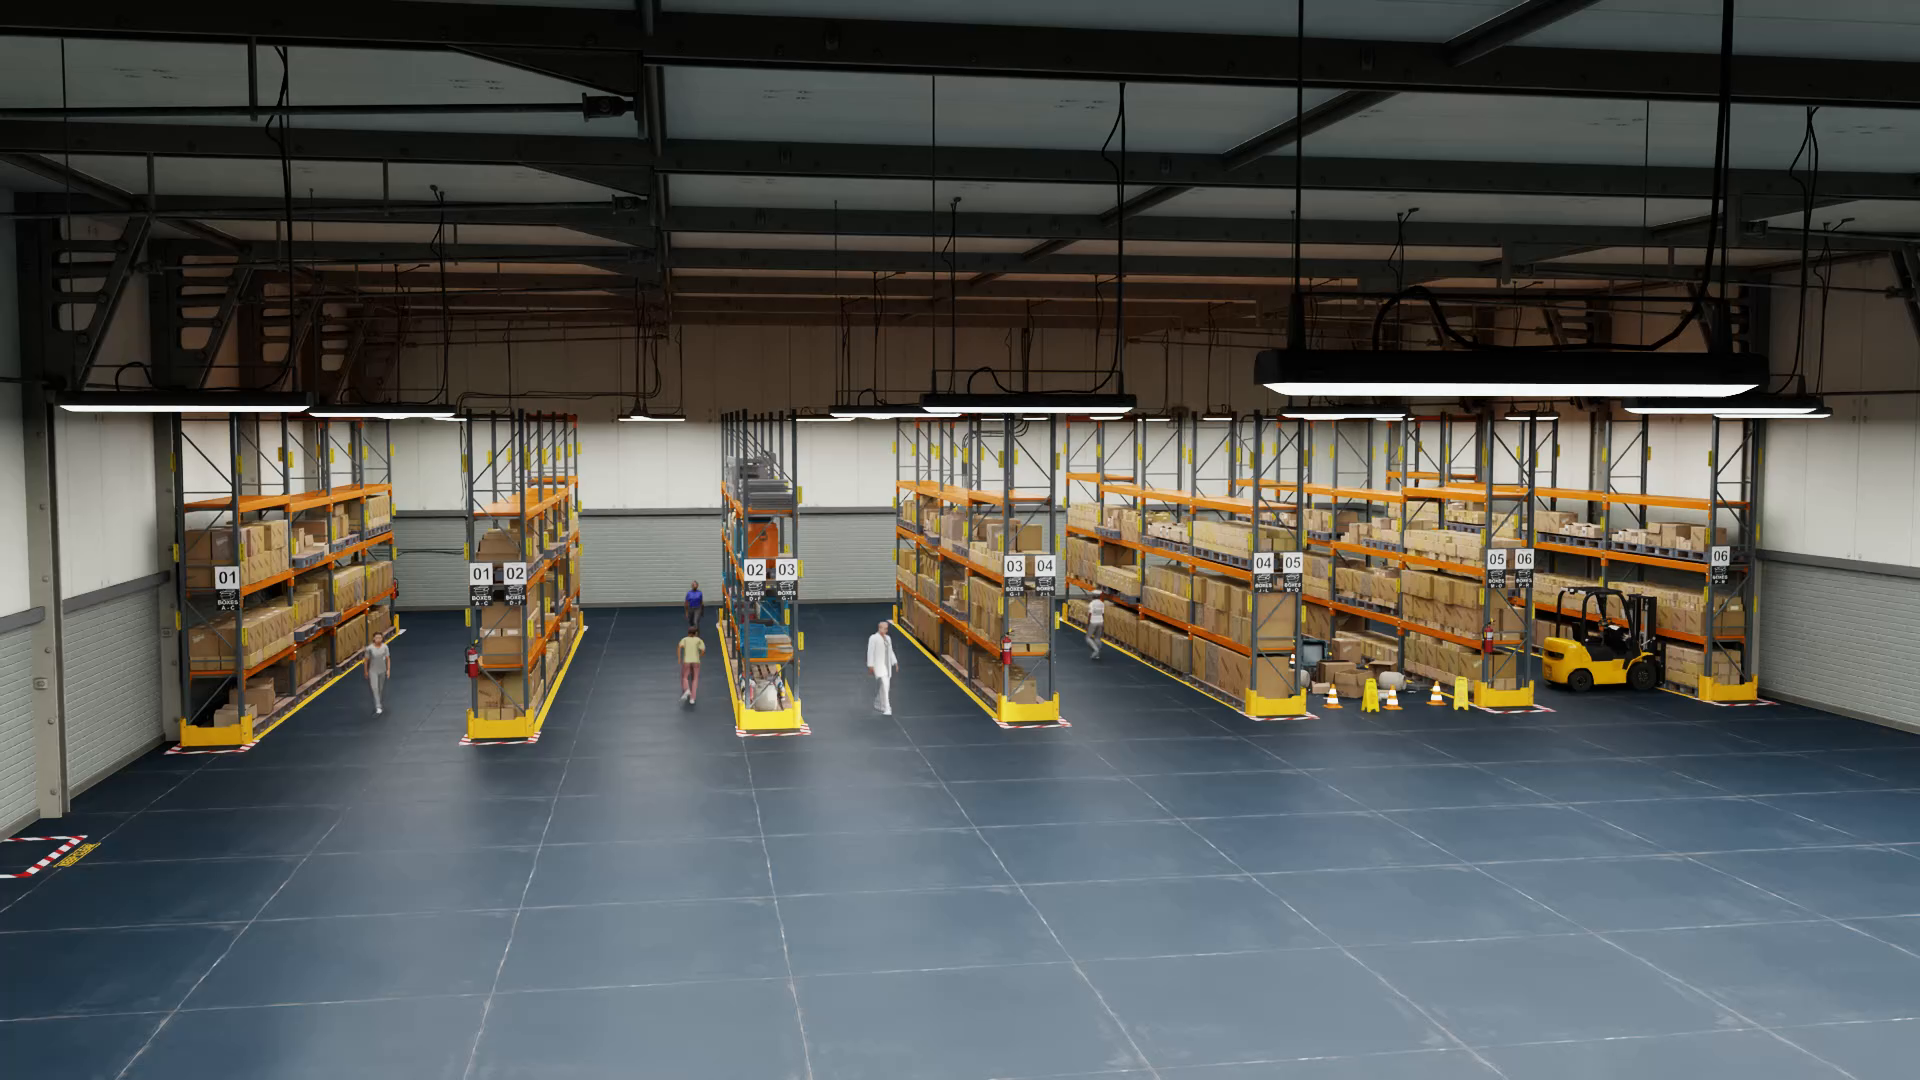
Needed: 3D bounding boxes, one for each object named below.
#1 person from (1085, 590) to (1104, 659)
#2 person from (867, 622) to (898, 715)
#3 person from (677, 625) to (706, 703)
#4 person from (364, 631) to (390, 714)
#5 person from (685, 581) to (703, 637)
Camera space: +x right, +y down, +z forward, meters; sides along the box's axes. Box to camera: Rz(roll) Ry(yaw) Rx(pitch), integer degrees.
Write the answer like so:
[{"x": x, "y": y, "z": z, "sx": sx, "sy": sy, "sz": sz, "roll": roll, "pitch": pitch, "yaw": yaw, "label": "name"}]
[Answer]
[{"x": 3.321, "y": 2.059, "z": 40.462, "sx": 0.481, "sy": 1.679, "sz": 0.493, "roll": -3, "pitch": 5, "yaw": -34, "label": "person"}, {"x": -1.506, "y": 2.555, "z": 33.074, "sx": 0.645, "sy": 1.842, "sz": 0.606, "roll": 3, "pitch": 5, "yaw": 37, "label": "person"}, {"x": -5.541, "y": 2.554, "z": 34.317, "sx": 0.590, "sy": 1.567, "sz": 0.702, "roll": 0, "pitch": 4, "yaw": -7, "label": "person"}, {"x": -11.464, "y": 2.601, "z": 32.780, "sx": 0.469, "sy": 1.611, "sz": 1.042, "roll": -3, "pitch": 5, "yaw": -41, "label": "person"}, {"x": -6.953, "y": 1.867, "z": 43.527, "sx": 0.422, "sy": 1.603, "sz": 0.953, "roll": 1, "pitch": 4, "yaw": 7, "label": "person"}]
